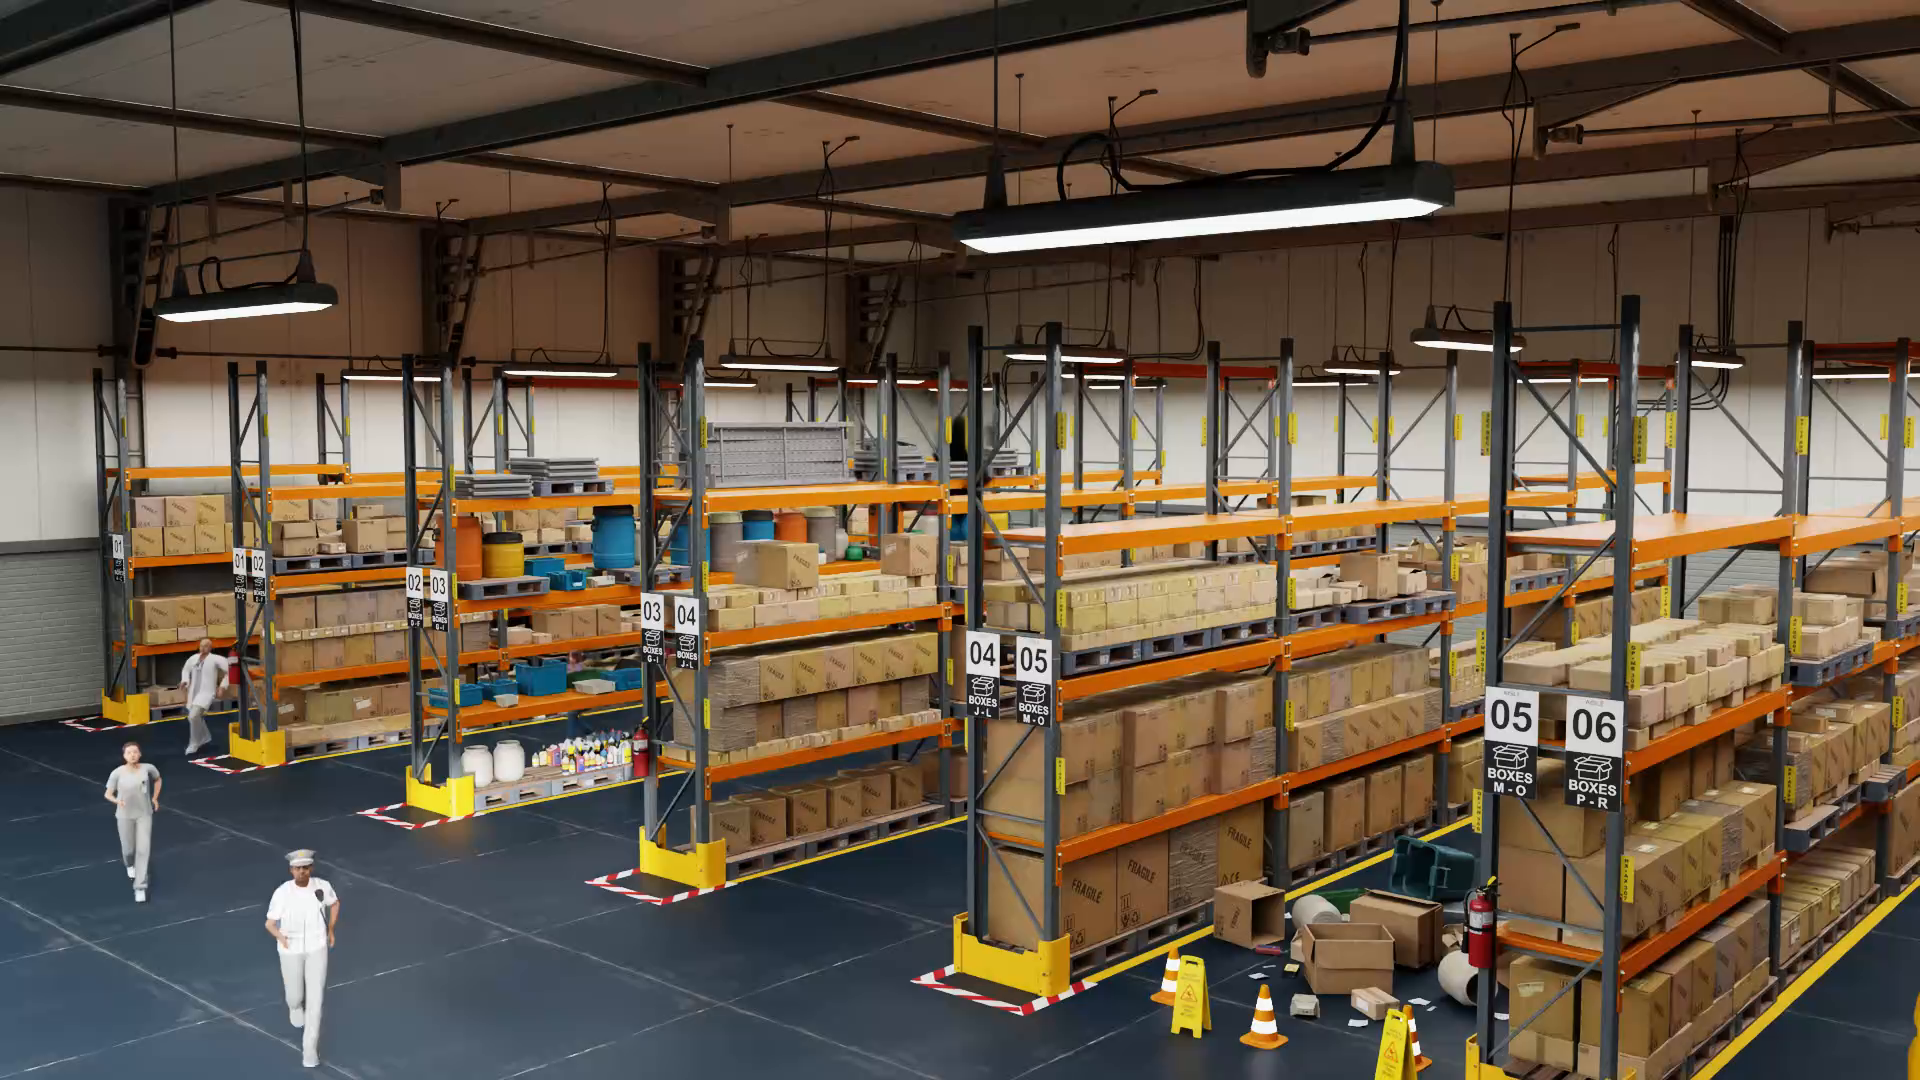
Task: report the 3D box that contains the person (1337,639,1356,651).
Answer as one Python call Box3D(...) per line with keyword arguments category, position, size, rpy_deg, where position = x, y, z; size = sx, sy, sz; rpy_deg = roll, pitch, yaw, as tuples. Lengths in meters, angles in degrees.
Box3D(category="person", position=(6.222, 2.339, 26.537), size=(0.659, 1.704, 0.923), rpy_deg=(3, 5, 33))

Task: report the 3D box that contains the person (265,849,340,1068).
Box3D(category="person", position=(-5.321, 3.334, 13.504), size=(0.579, 1.692, 0.794), rpy_deg=(-2, 5, -25))

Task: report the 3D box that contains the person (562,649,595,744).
Box3D(category="person", position=(-5.904, 2.460, 25.500), size=(0.545, 1.580, 0.873), rpy_deg=(3, 5, 33))

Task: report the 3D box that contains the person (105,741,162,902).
Box3D(category="person", position=(-8.933, 3.001, 18.005), size=(0.568, 1.663, 0.935), rpy_deg=(-2, 5, -29))

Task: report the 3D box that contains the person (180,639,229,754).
Box3D(category="person", position=(-11.696, 2.413, 25.751), size=(0.771, 1.789, 0.730), rpy_deg=(1, 4, 15))
